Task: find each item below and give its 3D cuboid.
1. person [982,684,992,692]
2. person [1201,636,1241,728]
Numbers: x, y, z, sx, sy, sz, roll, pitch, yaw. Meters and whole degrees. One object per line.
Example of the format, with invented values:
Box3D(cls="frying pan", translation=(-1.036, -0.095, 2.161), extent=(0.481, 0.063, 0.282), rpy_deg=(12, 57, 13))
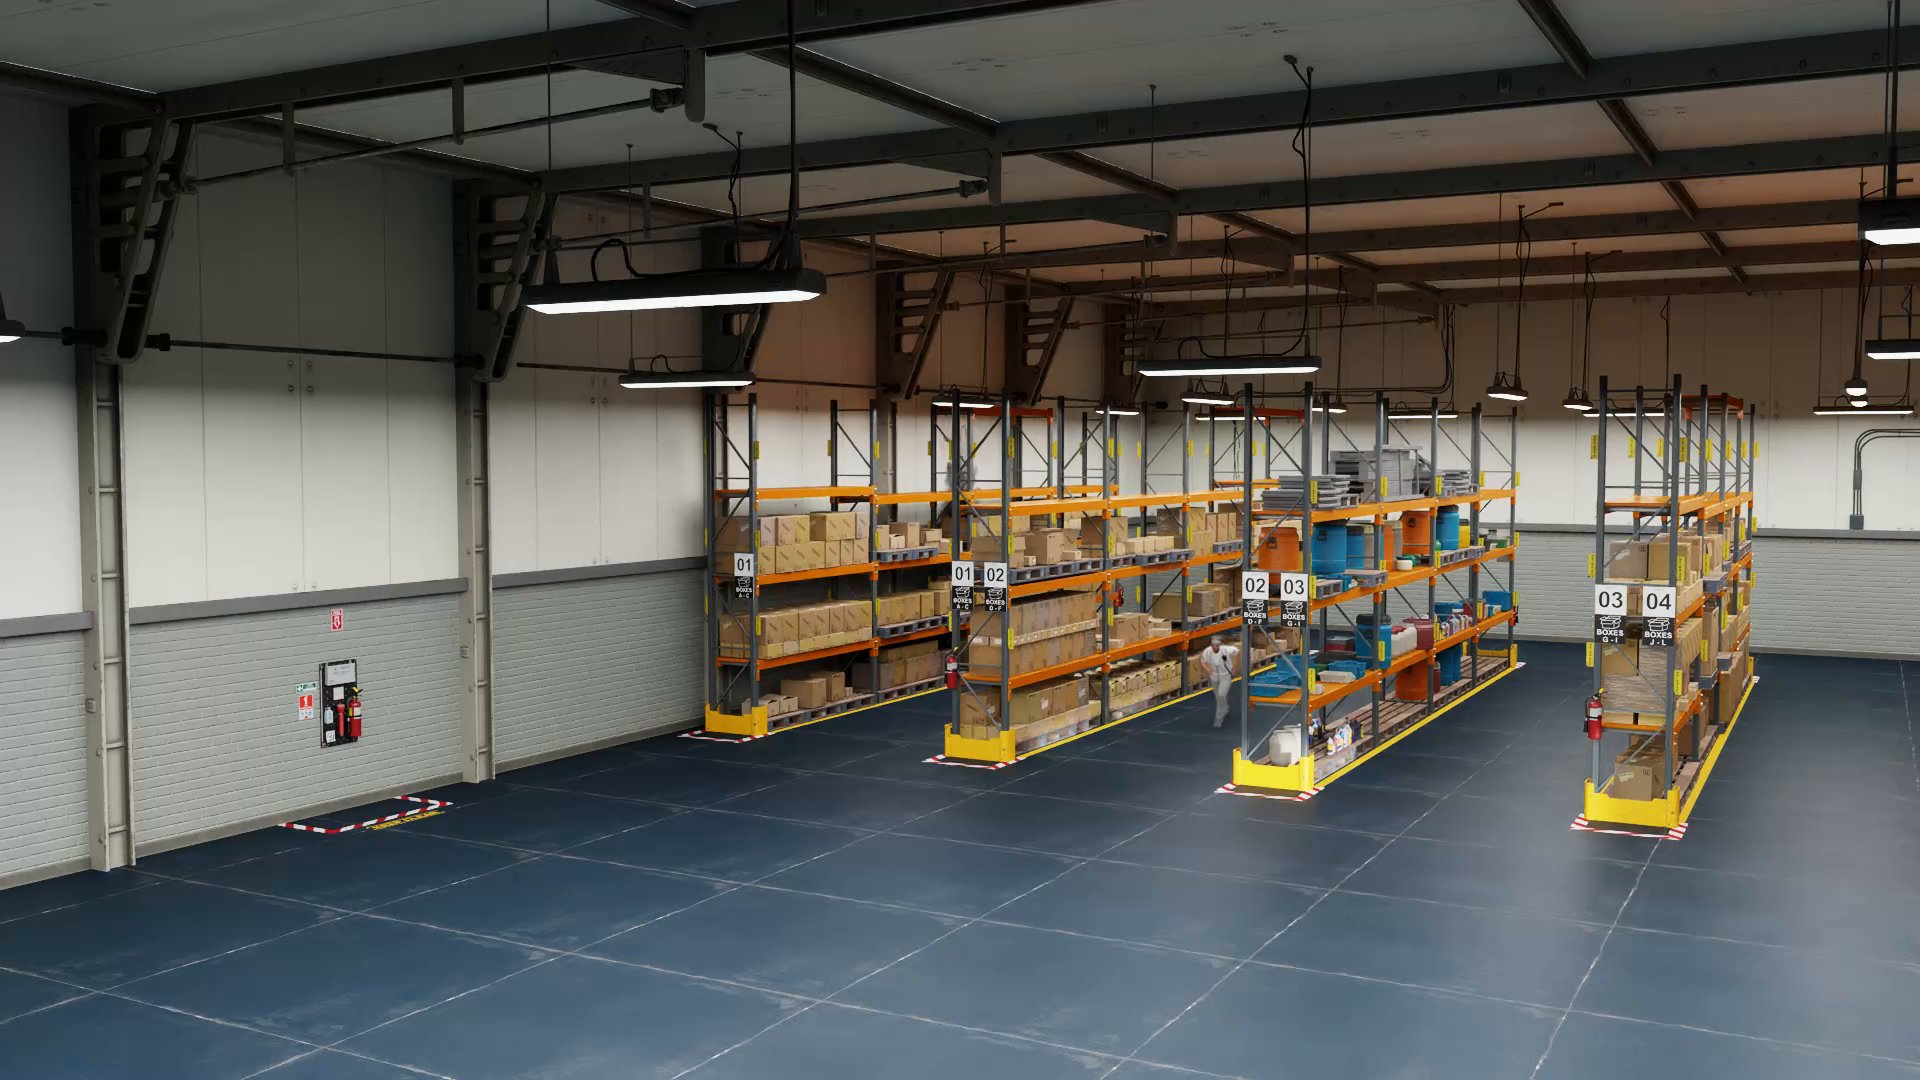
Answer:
Box3D(cls="person", translation=(0.535, 2.496, 31.819), extent=(0.689, 1.550, 0.919), rpy_deg=(0, 3, 2))
Box3D(cls="person", translation=(4.774, 2.570, 30.320), extent=(0.707, 1.721, 1.016), rpy_deg=(1, 3, 23))
